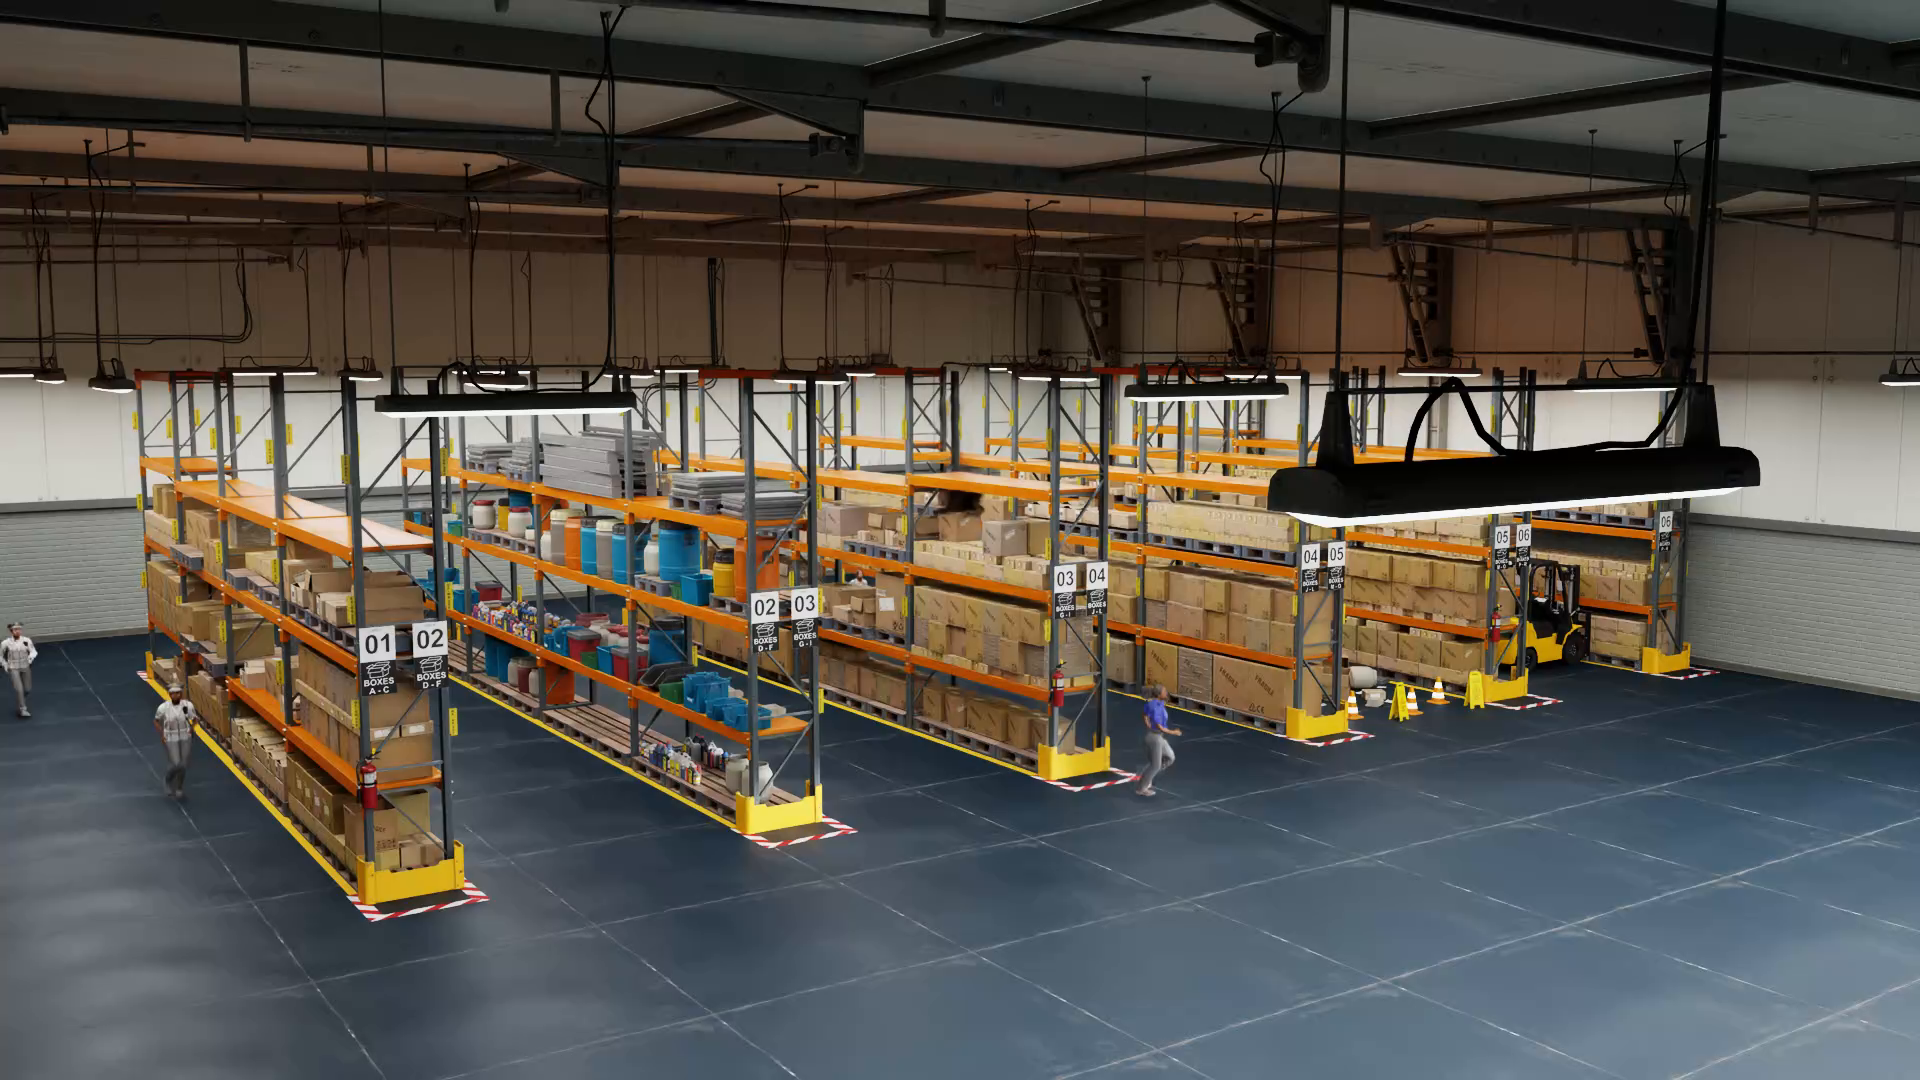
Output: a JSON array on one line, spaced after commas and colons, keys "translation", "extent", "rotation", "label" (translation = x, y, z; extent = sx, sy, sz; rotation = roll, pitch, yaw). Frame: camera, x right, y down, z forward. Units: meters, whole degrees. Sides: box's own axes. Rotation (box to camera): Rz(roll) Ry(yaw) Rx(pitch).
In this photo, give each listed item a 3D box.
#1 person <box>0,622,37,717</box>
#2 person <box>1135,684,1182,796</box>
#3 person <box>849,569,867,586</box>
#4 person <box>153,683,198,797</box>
[{"translation": [-16.429, 2.235, 29.005], "extent": [0.613, 1.659, 0.642], "rotation": [-6, 9, -42], "label": "person"}, {"translation": [2.840, 2.849, 23.762], "extent": [0.664, 1.610, 0.551], "rotation": [0, 6, 4], "label": "person"}, {"translation": [-2.232, 1.422, 36.527], "extent": [0.545, 1.603, 0.746], "rotation": [-4, 7, -30], "label": "person"}, {"translation": [-11.082, 2.842, 23.596], "extent": [0.561, 1.667, 0.573], "rotation": [-5, 8, -36], "label": "person"}]
